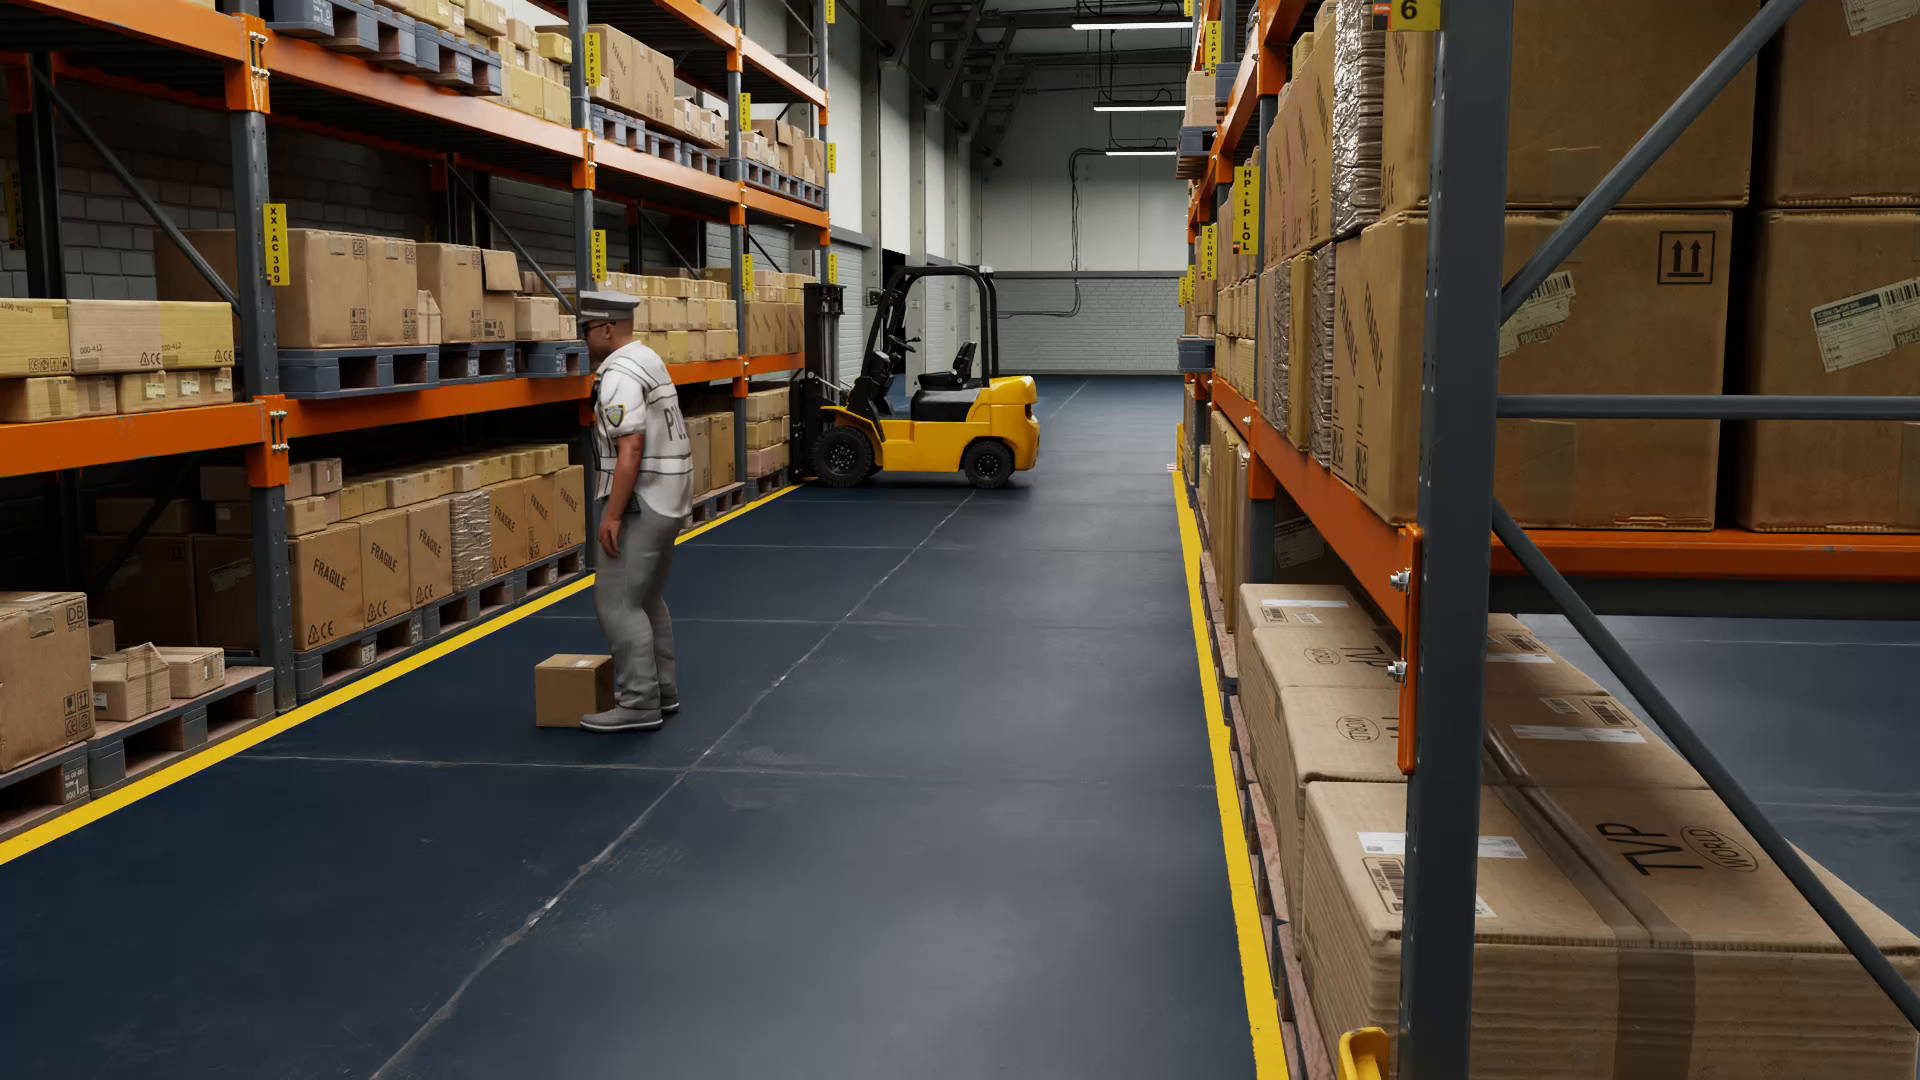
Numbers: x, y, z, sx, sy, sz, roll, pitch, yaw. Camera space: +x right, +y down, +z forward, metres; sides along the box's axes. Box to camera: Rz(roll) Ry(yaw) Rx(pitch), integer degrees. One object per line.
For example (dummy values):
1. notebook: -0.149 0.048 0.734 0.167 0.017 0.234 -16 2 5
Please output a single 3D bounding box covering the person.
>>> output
1. person: -1.300 -0.122 6.690 0.439 1.747 0.604 0 8 3
